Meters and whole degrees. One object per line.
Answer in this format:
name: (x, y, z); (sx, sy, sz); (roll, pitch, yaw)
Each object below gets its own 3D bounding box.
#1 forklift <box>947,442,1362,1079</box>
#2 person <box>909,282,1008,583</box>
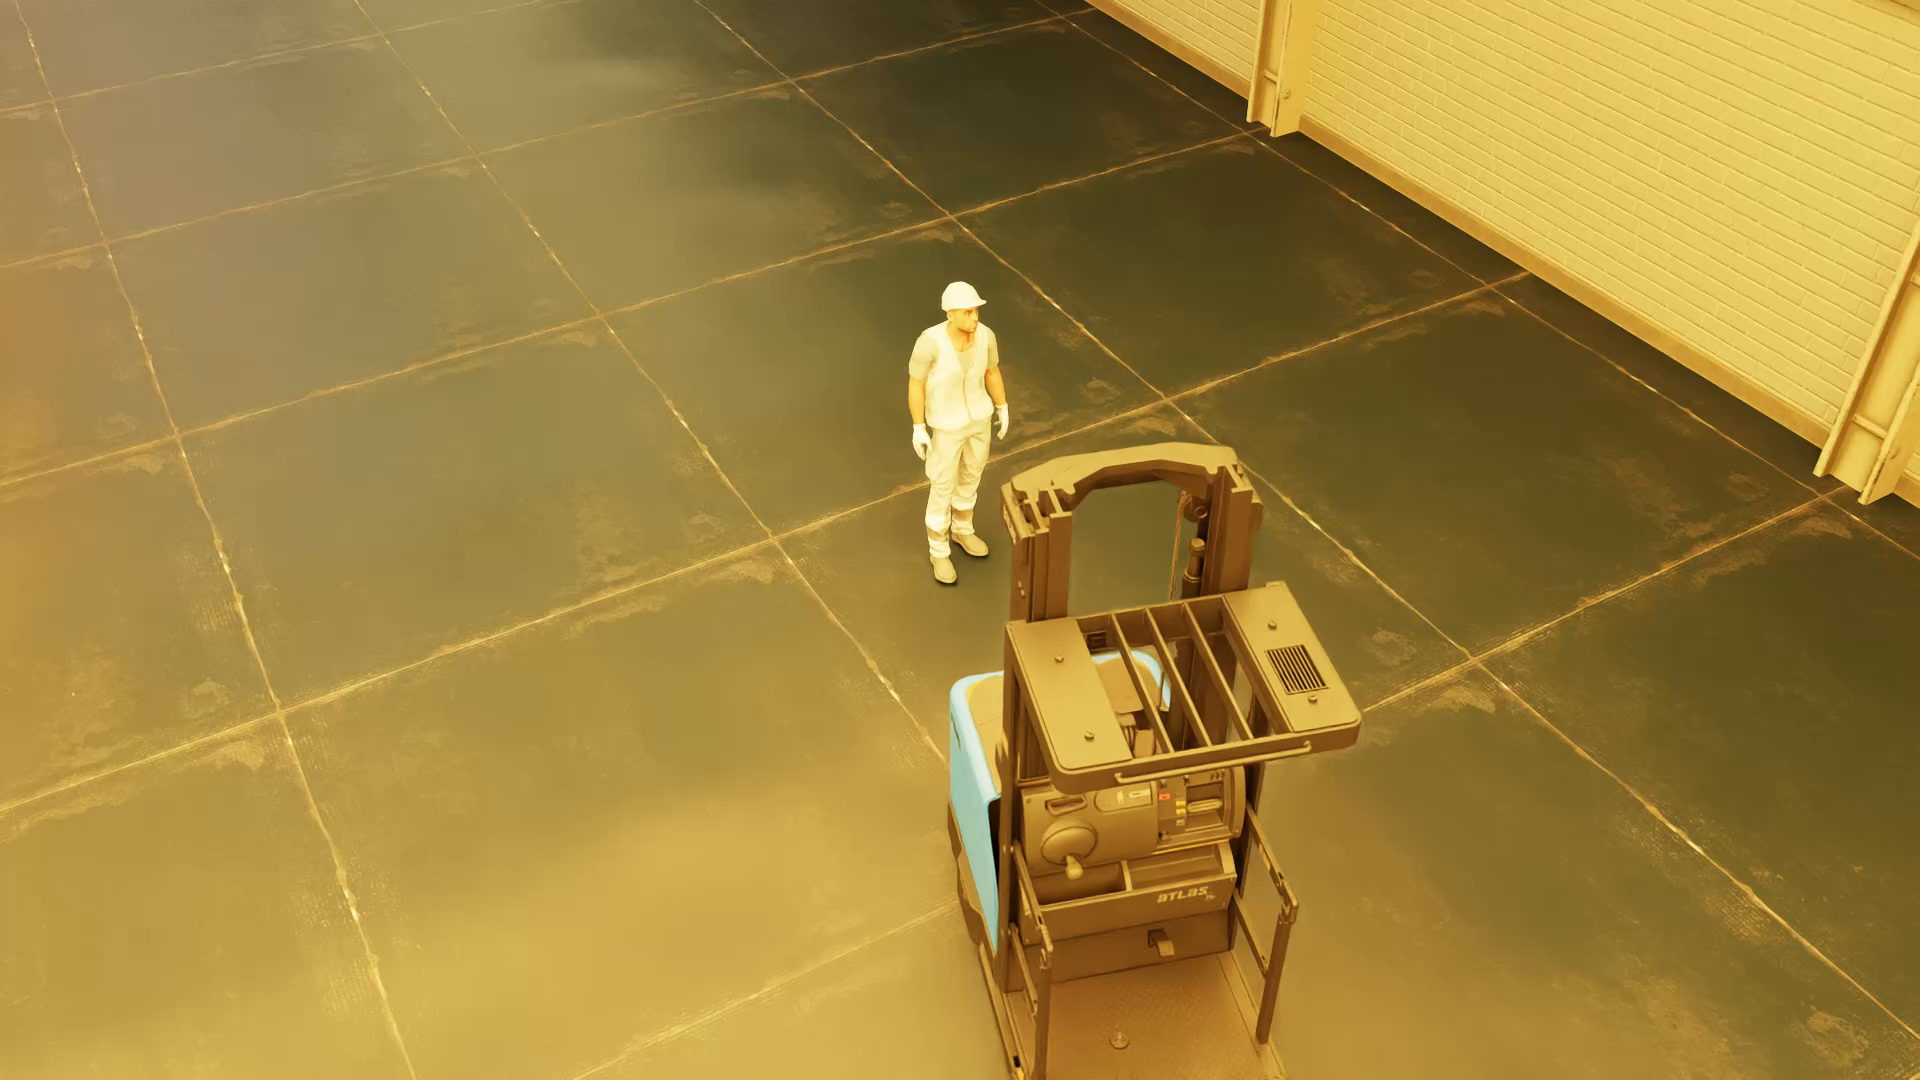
forklift: (0.758, 1.205, 6.583); (1.130, 2.935, 3.031); (-8, 40, -10)
person: (0.029, -0.646, 9.698); (0.637, 1.787, 0.564); (-20, 44, -23)
